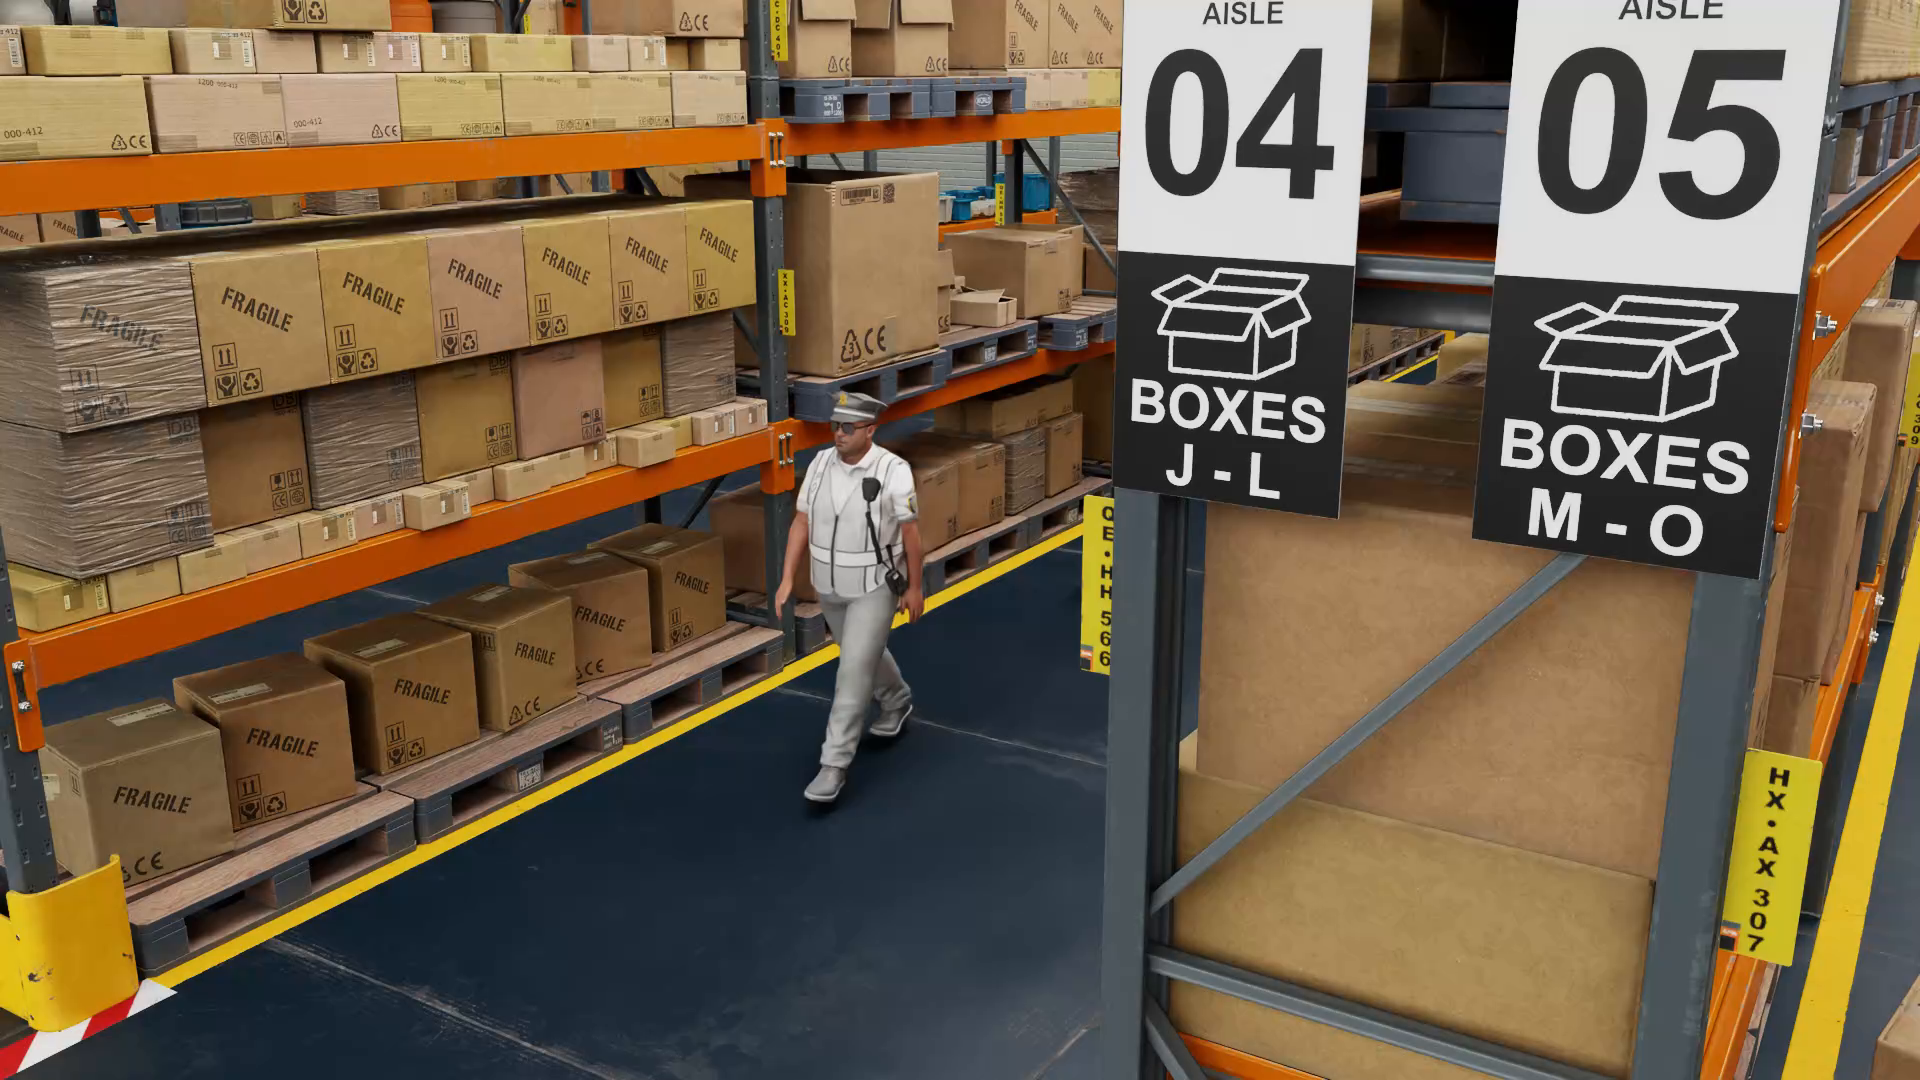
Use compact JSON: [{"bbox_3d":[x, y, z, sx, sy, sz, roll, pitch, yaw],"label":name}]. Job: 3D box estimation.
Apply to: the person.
[{"bbox_3d":[-0.507,0.179,7.344,0.557,1.707,1.077,9,18,29],"label":"person"}]
